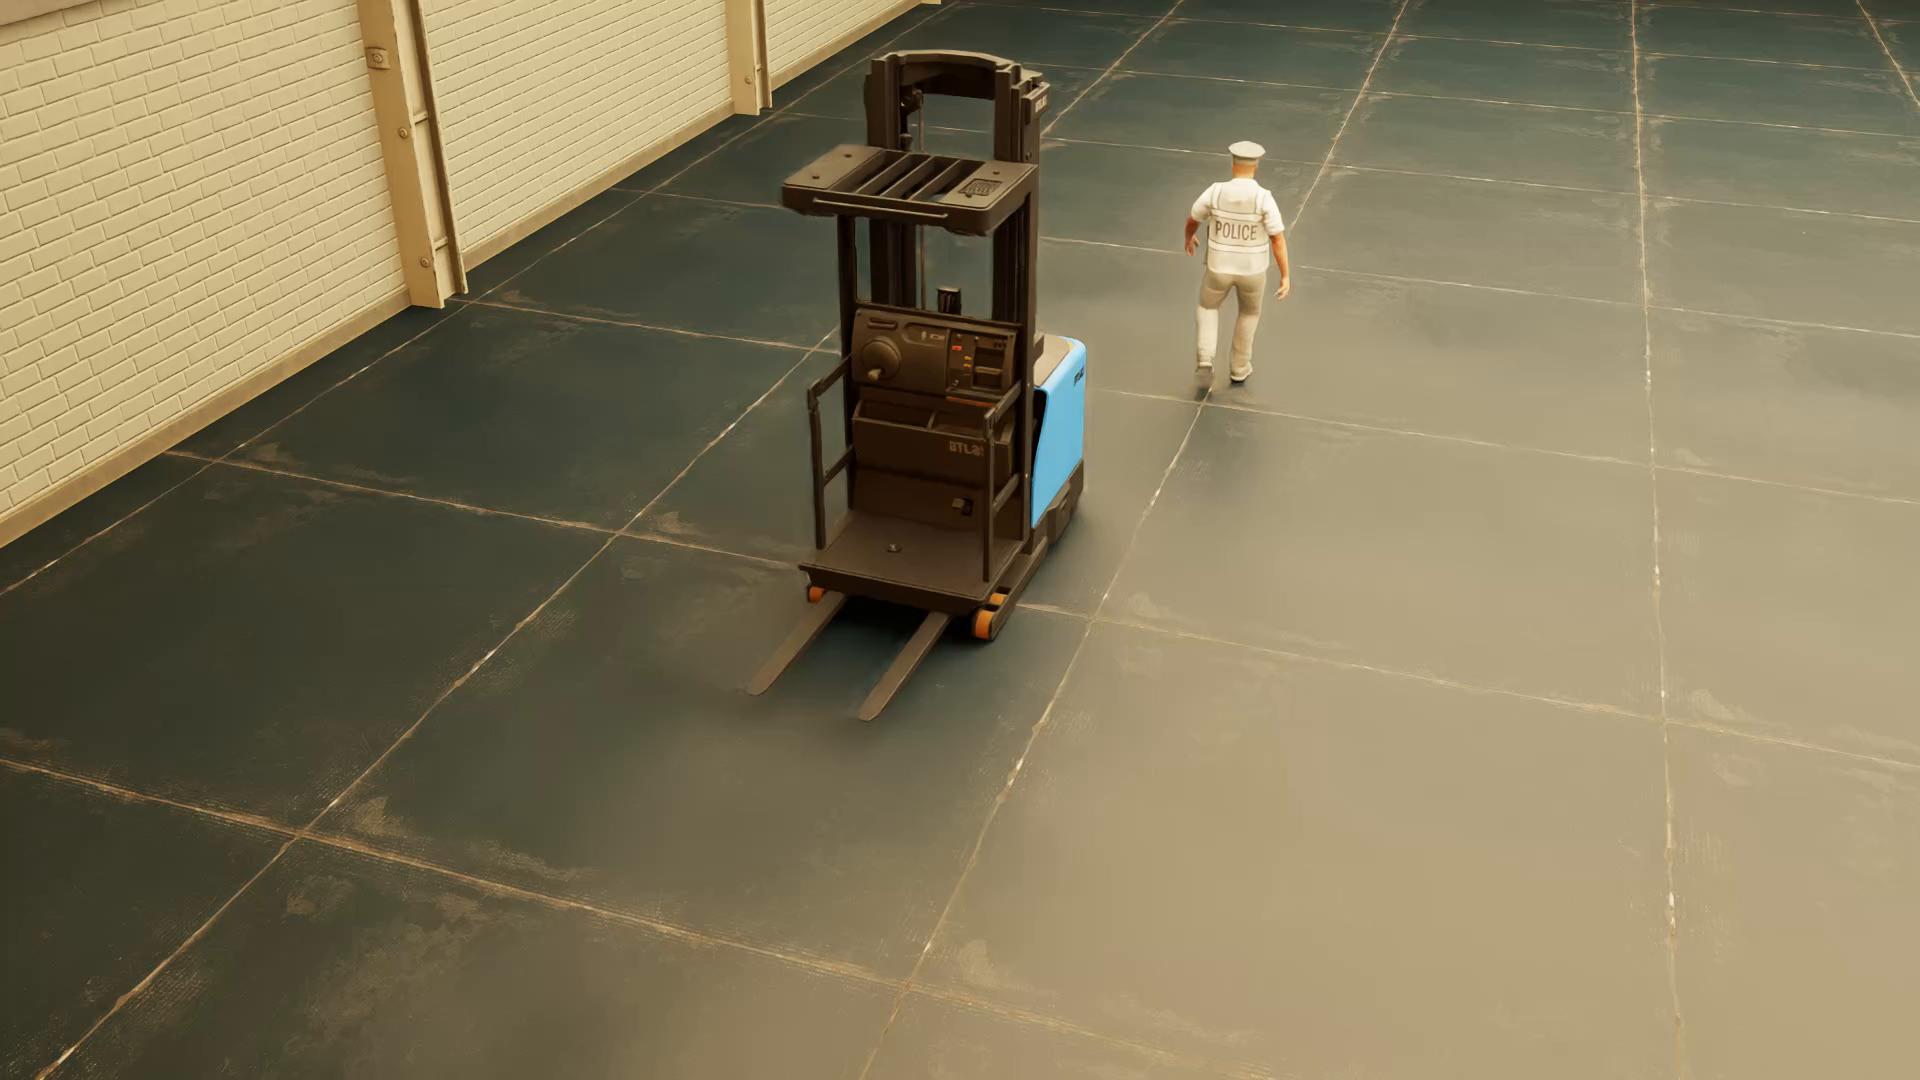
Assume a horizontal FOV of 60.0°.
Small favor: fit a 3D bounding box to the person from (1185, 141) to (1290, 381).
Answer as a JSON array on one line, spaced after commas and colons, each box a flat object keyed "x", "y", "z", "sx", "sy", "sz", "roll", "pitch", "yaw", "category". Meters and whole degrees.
[{"x": 1.945, "y": -1.926, "z": 11.734, "sx": 0.792, "sy": 1.730, "sz": 0.576, "roll": 8, "pitch": 31, "yaw": 13, "category": "person"}]

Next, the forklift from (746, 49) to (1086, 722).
[{"x": -0.221, "y": -0.955, "z": 8.812, "sx": 1.130, "sy": 2.935, "sz": 3.031, "roll": 11, "pitch": 31, "yaw": 18, "category": "forklift"}]
